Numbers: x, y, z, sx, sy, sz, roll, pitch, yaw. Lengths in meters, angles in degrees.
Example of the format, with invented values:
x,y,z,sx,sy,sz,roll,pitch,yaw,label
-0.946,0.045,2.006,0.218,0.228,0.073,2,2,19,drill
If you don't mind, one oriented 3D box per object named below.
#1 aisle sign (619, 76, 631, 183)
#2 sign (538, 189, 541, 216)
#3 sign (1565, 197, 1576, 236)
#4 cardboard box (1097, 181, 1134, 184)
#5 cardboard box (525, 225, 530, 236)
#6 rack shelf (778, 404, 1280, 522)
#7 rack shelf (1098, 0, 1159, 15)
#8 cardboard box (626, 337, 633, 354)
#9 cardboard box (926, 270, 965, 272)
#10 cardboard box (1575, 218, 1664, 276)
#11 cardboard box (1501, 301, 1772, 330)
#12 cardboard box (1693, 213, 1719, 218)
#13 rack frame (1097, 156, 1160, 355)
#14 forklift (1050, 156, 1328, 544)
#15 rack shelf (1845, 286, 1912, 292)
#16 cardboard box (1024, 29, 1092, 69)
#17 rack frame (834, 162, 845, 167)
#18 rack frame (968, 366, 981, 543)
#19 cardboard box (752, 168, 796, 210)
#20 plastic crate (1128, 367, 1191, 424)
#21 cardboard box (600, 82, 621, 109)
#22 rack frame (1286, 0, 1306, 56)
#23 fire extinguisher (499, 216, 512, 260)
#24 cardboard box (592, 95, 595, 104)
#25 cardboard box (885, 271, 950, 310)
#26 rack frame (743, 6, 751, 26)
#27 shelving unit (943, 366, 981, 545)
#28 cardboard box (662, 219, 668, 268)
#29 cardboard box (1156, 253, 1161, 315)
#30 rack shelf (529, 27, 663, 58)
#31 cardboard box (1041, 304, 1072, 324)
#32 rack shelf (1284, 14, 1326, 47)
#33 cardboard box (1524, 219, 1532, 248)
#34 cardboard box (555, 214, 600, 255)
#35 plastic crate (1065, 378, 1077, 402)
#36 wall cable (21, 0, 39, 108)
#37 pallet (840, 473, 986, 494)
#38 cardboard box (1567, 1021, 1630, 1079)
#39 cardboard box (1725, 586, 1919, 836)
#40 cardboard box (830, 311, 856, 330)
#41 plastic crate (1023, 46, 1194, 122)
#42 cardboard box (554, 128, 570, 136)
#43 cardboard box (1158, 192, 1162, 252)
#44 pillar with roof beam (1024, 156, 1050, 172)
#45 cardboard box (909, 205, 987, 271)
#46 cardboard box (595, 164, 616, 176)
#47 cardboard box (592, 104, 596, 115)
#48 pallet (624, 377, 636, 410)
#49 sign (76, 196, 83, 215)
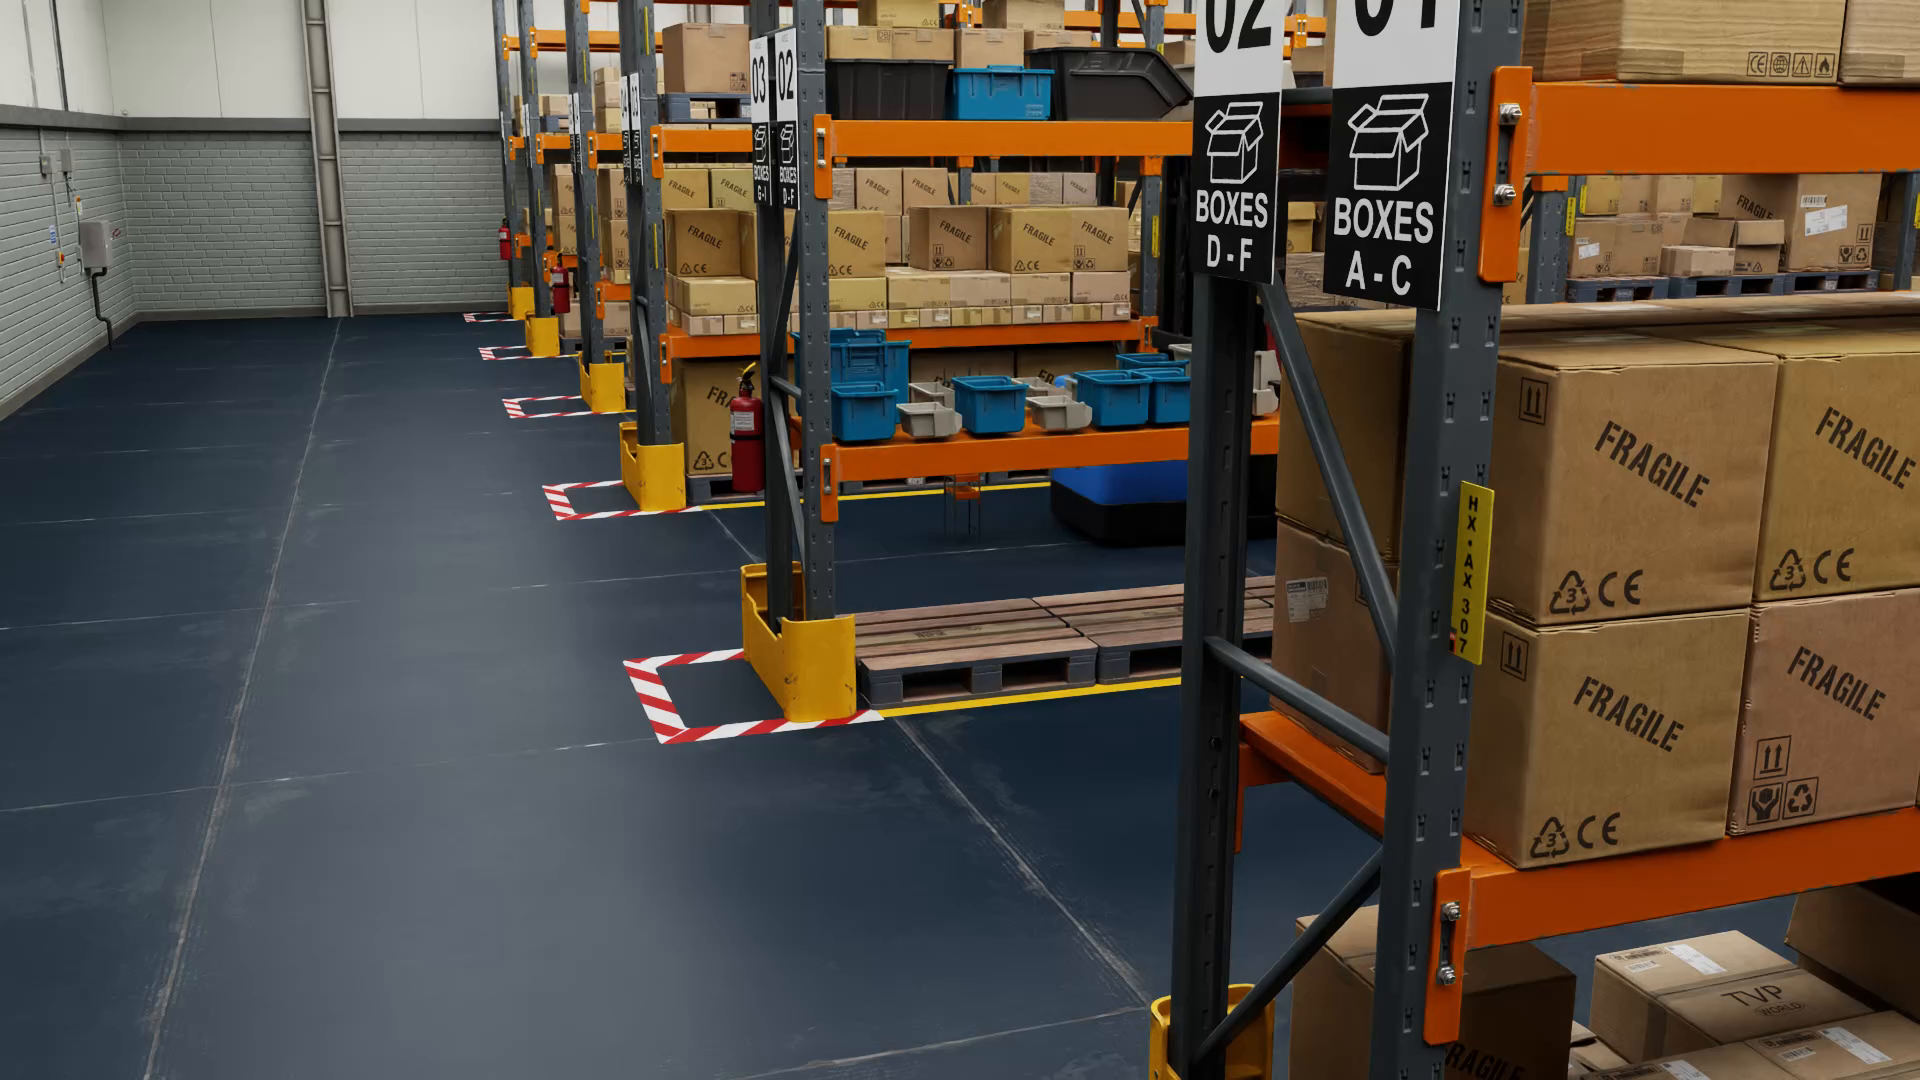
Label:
x,y,z,sx,sy,sz,roll,pitch,yaw,label
-2.561,-3.136,12.727,0.004,0.787,0.394,-4,14,-18,aisle sign
-5.387,-4.322,21.289,0.005,0.325,0.100,-4,14,-18,sign
5.365,-2.843,14.612,0.005,0.325,0.100,-4,14,-18,sign
2.367,-5.067,24.697,0.500,0.500,0.500,-5,14,-20,cardboard box
-6.745,-4.915,26.365,0.250,0.149,0.380,-5,14,-18,cardboard box
1.078,-0.522,8.911,4.000,0.370,1.077,-4,14,-18,rack shelf
-0.502,-4.333,12.830,4.000,0.370,1.077,-4,14,-18,rack shelf
-3.462,-2.108,17.989,0.250,0.149,0.380,-4,14,-17,cardboard box
-0.097,-2.126,13.778,0.500,0.250,0.500,-4,14,-17,cardboard box
6.181,-2.766,15.666,0.500,0.500,0.700,-2,14,-10,cardboard box
1.571,-0.304,4.061,0.500,0.500,0.500,-4,14,-17,cardboard box
9.370,-4.015,21.718,0.500,0.550,0.875,-4,14,-18,cardboard box
1.394,-2.106,14.015,0.127,3.000,1.000,-4,14,-18,rack frame
2.240,-1.574,11.926,3.031,2.935,1.130,-4,14,-17,forklift
10.872,-2.494,17.201,4.000,0.370,1.077,-4,14,-18,rack shelf
0.671,-3.796,13.298,0.500,0.500,0.700,-5,14,-21,cardboard box
-1.767,-4.280,23.153,0.127,3.000,1.000,-4,14,-18,rack frame
0.100,-0.592,11.537,0.006,1.200,0.240,-4,14,-18,rack frame
-1.915,-3.671,17.576,0.500,0.500,0.500,-5,14,-20,cardboard box
1.054,-0.738,8.494,0.300,0.233,0.416,-4,14,-18,plastic crate
-3.375,-4.512,16.891,0.500,0.250,0.500,-4,14,-17,cardboard box
3.699,-6.415,19.167,0.127,3.000,1.000,-4,14,-18,rack frame
-7.136,-4.742,26.067,0.183,0.674,0.296,-4,14,-18,fire extinguisher
-5.684,-6.898,26.280,0.500,0.250,0.500,-5,14,-19,cardboard box
-0.395,-1.975,13.144,0.500,0.250,0.500,-5,14,-19,cardboard box
-3.353,-8.287,27.034,0.127,3.000,1.000,-4,14,-18,rack frame
0.014,-0.585,11.508,0.189,1.200,0.258,-4,14,-18,shelving unit
-2.871,-3.117,17.407,0.500,0.500,0.500,-4,14,-18,cardboard box
1.910,-2.134,13.916,0.500,0.500,0.500,-4,14,-18,cardboard box
-3.662,-6.506,21.967,4.000,0.370,1.077,-4,14,-18,rack shelf
0.722,-1.852,13.488,0.250,0.149,0.380,-5,14,-19,cardboard box
5.594,-6.018,19.917,4.000,0.370,1.077,-4,14,-18,rack shelf
7.081,-3.743,20.682,0.500,0.500,0.500,-5,14,-18,cardboard box
-5.011,-4.006,21.784,0.500,0.500,0.500,-5,14,-19,cardboard box
0.708,-0.795,8.945,0.250,0.136,0.298,-4,14,-18,plastic crate
-10.859,-6.421,19.193,0.029,3.000,0.463,-4,14,-18,wall cable
-0.510,-0.620,13.792,1.213,0.211,1.003,-4,14,-18,pallet
1.608,1.422,4.354,0.250,0.166,0.380,-4,14,-18,cardboard box
1.751,0.299,3.687,0.500,0.500,0.500,-5,14,-19,cardboard box
-0.982,-1.719,12.930,0.250,0.149,0.380,-5,14,-19,cardboard box
0.718,-2.206,8.088,0.767,0.338,0.504,-4,14,-18,plastic crate
-6.279,-6.423,26.223,0.250,0.149,0.380,-4,14,-18,cardboard box
1.997,-2.692,14.093,0.637,0.503,0.797,-5,14,-20,cardboard box
2.759,-7.932,25.541,0.400,9.000,9.100,-4,14,-18,pillar with roof beam
-0.102,-2.489,13.687,0.500,0.500,0.500,-5,14,-20,cardboard box
-4.624,-4.830,21.686,0.250,0.149,0.380,-4,14,-16,cardboard box
-4.788,-5.676,21.960,0.250,0.149,0.380,-6,14,-22,cardboard box
-3.030,-1.607,17.944,1.213,0.211,1.003,-4,14,-18,pallet
-11.605,-4.409,21.912,0.001,0.242,0.339,-4,14,-18,sign
